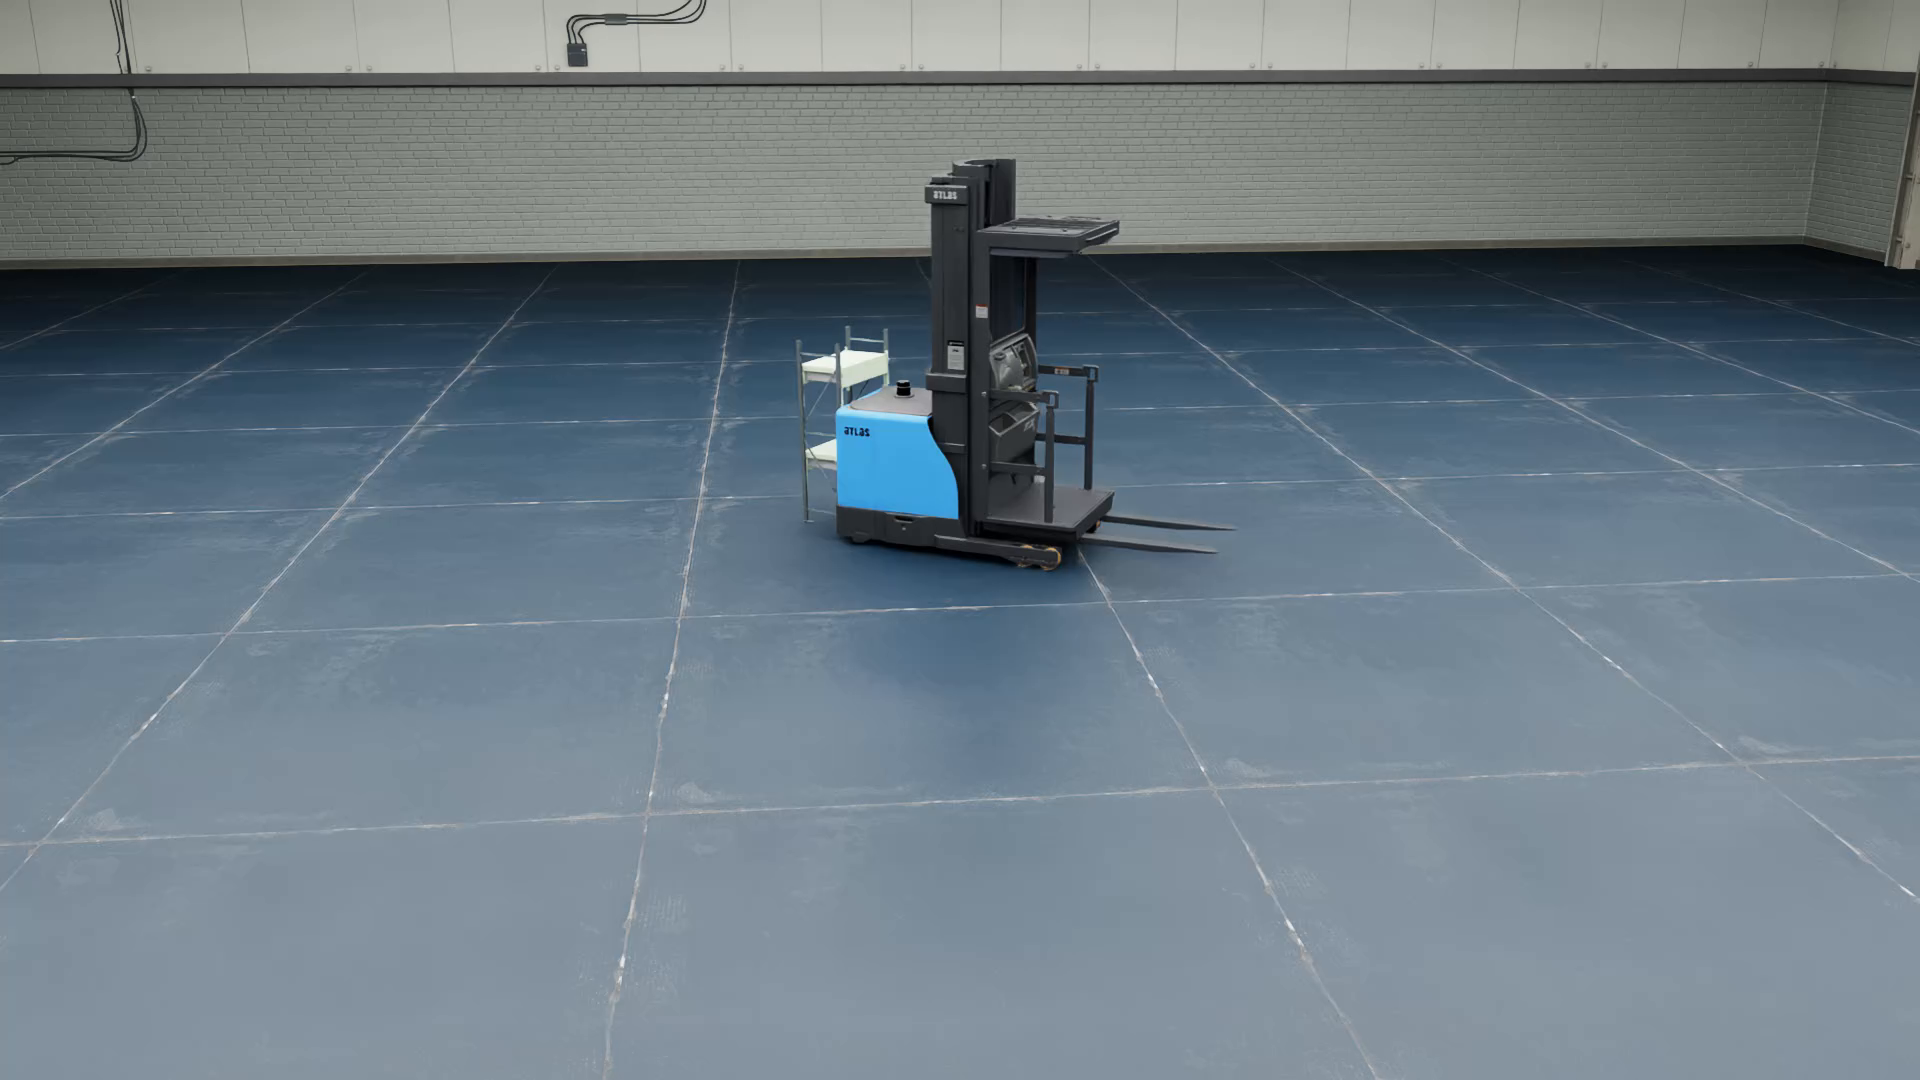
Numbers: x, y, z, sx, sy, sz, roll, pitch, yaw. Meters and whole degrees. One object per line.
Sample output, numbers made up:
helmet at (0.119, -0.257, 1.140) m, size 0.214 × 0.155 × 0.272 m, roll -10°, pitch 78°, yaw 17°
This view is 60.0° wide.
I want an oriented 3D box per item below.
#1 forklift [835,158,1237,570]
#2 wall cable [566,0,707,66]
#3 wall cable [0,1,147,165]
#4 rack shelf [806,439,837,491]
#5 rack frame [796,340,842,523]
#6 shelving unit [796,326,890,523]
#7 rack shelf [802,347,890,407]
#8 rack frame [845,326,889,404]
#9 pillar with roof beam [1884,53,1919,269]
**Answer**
forklift at (0.593, -1.353, 12.593) m, size 3.031 × 2.935 × 1.130 m, roll 7°, pitch 19°, yaw 20°
wall cable at (-5.273, -10.677, 26.485) m, size 2.305 × 6.003 × 0.169 m, roll -2°, pitch 18°, yaw -6°
wall cable at (-14.717, -7.285, 26.541) m, size 3.097 × 2.526 × 0.112 m, roll -2°, pitch 18°, yaw -6°
rack shelf at (-0.933, -0.631, 13.758) m, size 0.431 × 0.370 × 0.720 m, roll 8°, pitch 19°, yaw 27°
rack frame at (-1.112, -0.846, 13.356) m, size 0.400 × 1.500 × 0.023 m, roll 8°, pitch 19°, yaw 27°
shelving unit at (-0.937, -0.942, 13.663) m, size 0.431 × 1.500 × 0.755 m, roll 8°, pitch 19°, yaw 27°
rack shelf at (-0.943, -1.316, 13.549) m, size 0.431 × 0.370 × 0.720 m, roll 8°, pitch 19°, yaw 27°
rack frame at (-0.762, -1.039, 13.970) m, size 0.400 × 1.500 × 0.023 m, roll 8°, pitch 19°, yaw 27°
pillar with roof beam at (11.322, -8.688, 25.826) m, size 9.100 × 9.000 × 0.400 m, roll -2°, pitch 18°, yaw -6°
